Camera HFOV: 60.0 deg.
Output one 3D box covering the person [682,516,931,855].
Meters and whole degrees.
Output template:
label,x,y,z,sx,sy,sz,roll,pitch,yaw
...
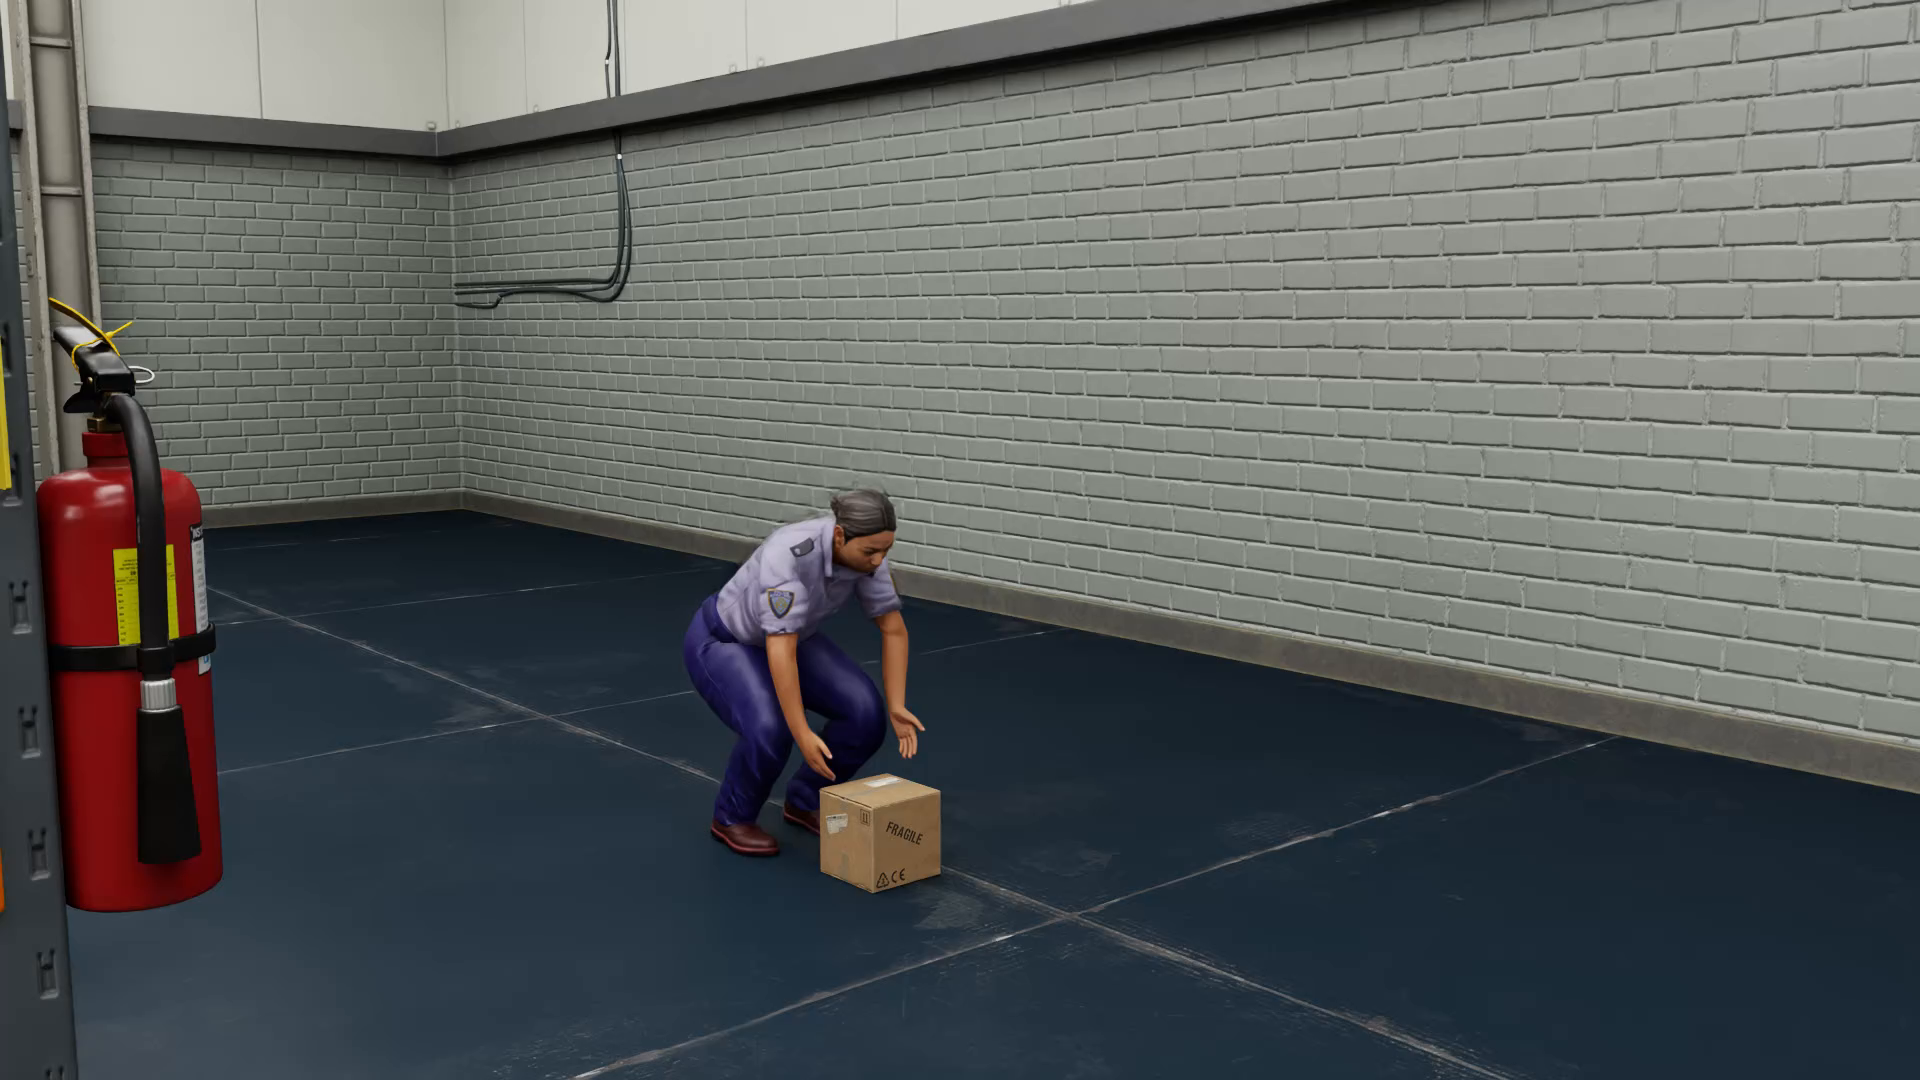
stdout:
label,x,y,z,sx,sy,sz,roll,pitch,yaw
person,-0.474,0.418,5.050,0.533,1.034,0.791,-7,10,-41
